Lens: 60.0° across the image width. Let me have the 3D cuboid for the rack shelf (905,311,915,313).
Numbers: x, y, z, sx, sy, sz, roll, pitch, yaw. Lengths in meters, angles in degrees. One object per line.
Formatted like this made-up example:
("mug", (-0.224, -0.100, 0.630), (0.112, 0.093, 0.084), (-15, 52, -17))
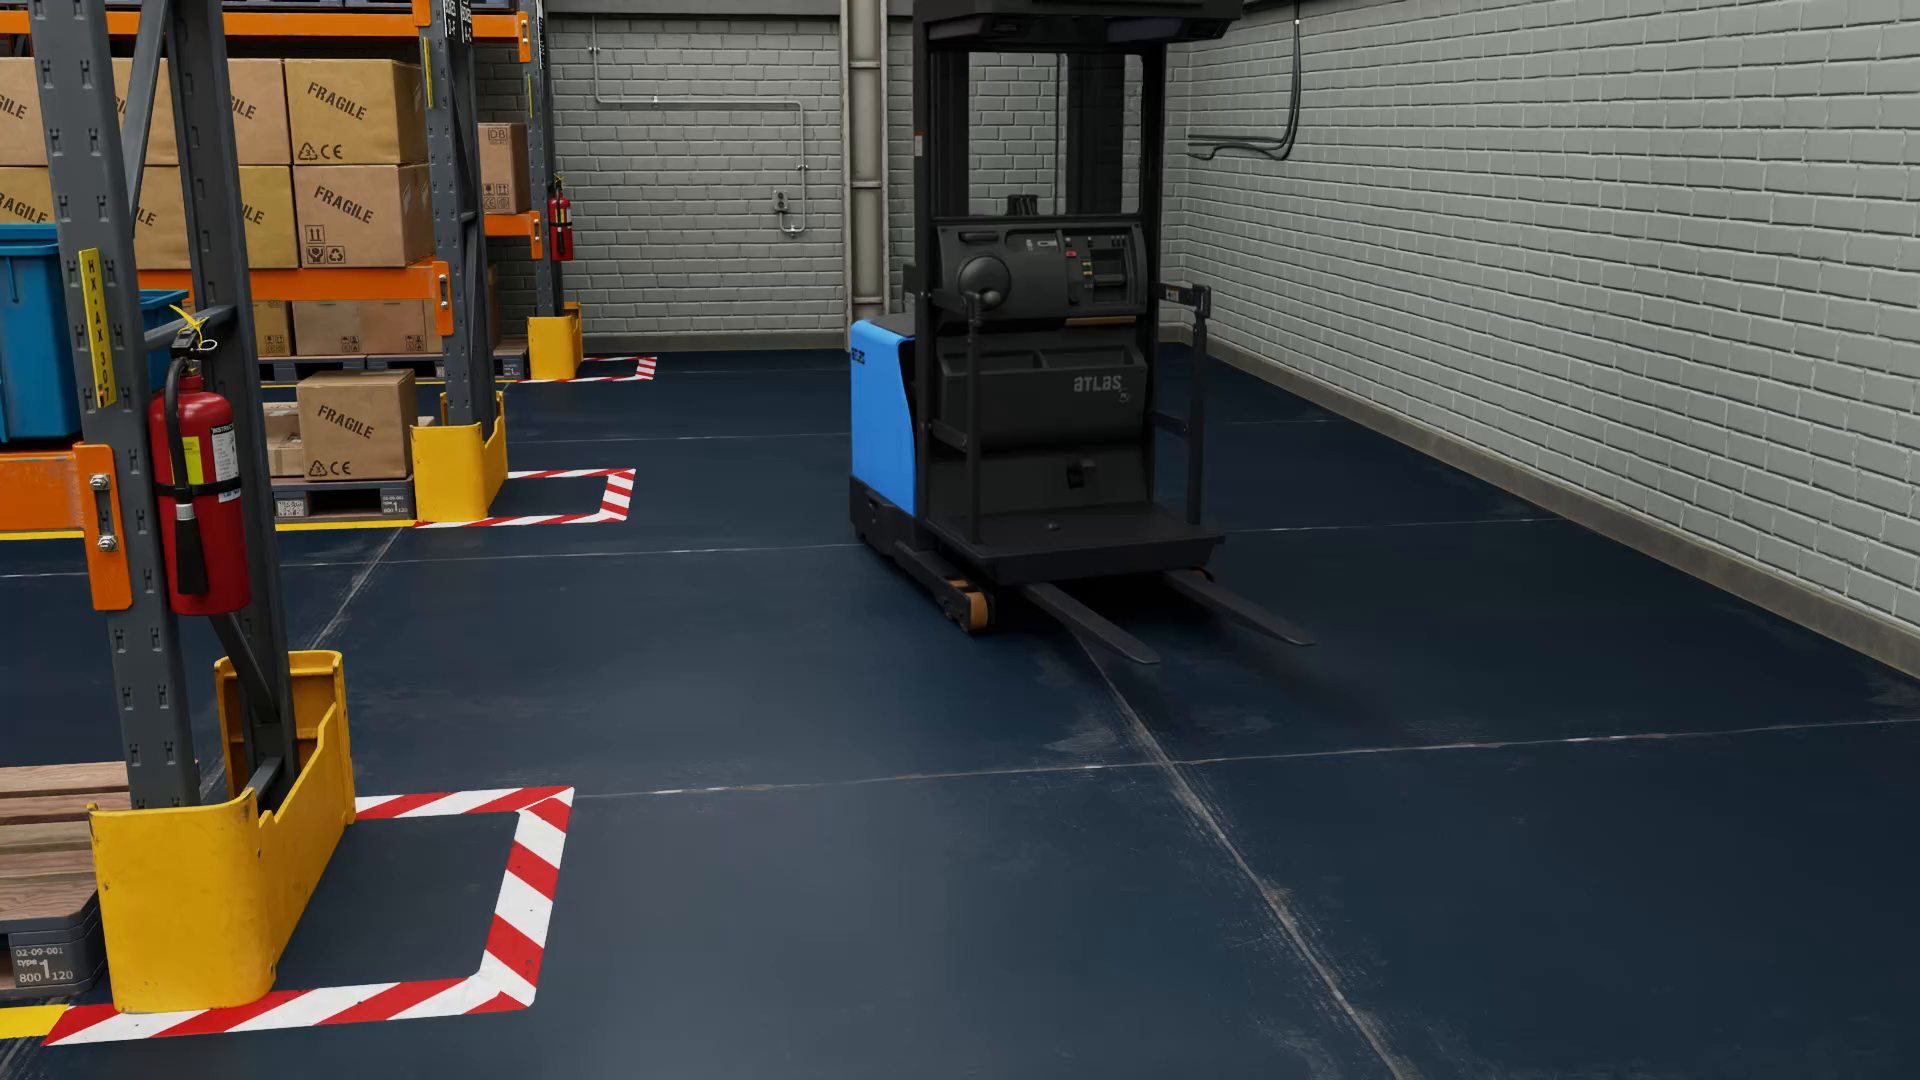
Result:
("rack shelf", (-0.023, -1.094, 8.499), (0.480, 0.148, 0.258), (-5, 15, -19))

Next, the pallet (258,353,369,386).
("pallet", (-5.368, -1.437, 13.519), (1.213, 0.211, 1.003), (-2, 14, -8))

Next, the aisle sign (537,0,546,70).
("aisle sign", (-3.270, -4.072, 12.950), (0.004, 0.787, 0.394), (-2, 14, -8))

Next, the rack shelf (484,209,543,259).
("rack shelf", (-5.363, -2.460, 13.342), (4.000, 0.370, 1.077), (-2, 14, -8))

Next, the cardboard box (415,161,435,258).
("cardboard box", (-3.122, -1.785, 8.969), (0.500, 0.500, 0.500), (-2, 14, -7))

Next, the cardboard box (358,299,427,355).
("cardboard box", (-4.558, -1.805, 13.527), (0.500, 0.500, 0.700), (-2, 14, -8))

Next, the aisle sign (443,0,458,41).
("aisle sign", (-2.531, -2.879, 8.192), (0.004, 0.787, 0.394), (-2, 14, -8))

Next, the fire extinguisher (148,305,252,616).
("fire extinguisher", (-1.693, -0.176, 3.682), (0.183, 0.674, 0.296), (-2, 14, -8))

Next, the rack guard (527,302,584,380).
("rack guard", (-3.362, -1.669, 13.851), (0.348, 0.500, 1.175), (-2, 14, -8))

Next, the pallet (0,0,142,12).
("pallet", (-6.530, -4.175, 12.719), (1.213, 0.211, 1.003), (-2, 14, -8))

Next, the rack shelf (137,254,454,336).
("rack shelf", (-4.622, -1.268, 8.591), (4.000, 0.370, 1.077), (-2, 14, -8))

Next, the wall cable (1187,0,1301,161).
("wall cable", (2.261, -4.404, 13.666), (0.112, 2.526, 3.097), (-2, 14, -8))

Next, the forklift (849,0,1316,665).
("forklift", (0.428, -1.160, 6.824), (1.130, 2.935, 3.031), (-5, 15, -19))

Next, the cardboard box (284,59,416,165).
("cardboard box", (-3.043, -2.141, 8.331), (0.500, 0.500, 0.500), (-2, 14, -9))

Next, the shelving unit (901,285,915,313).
("shelving unit", (-0.022, -0.712, 8.593), (0.503, 1.200, 0.258), (-5, 15, -19))

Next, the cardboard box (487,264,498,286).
("cardboard box", (-3.969, -2.190, 13.730), (0.250, 0.149, 0.380), (-2, 14, -8))

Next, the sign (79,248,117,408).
("sign", (-1.812, -0.445, 3.496), (0.005, 0.325, 0.100), (-2, 14, -8))

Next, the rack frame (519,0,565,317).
("rack frame", (-3.386, -2.881, 13.543), (0.127, 3.000, 1.000), (-2, 14, -8))

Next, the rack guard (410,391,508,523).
("rack guard", (-2.719, -0.474, 9.086), (0.348, 0.500, 1.175), (-2, 14, -8))

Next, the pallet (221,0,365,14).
("pallet", (-5.327, -4.218, 12.892), (1.213, 0.211, 1.003), (-2, 14, -8))

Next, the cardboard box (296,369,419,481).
("cardboard box", (-3.145, -0.612, 8.728), (0.500, 0.500, 0.500), (-2, 14, -8))

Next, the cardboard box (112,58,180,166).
("cardboard box", (-4.054, -2.102, 8.177), (0.500, 0.500, 0.500), (-2, 14, -7))

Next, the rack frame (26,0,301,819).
("rack frame", (-1.910, -0.498, 4.041), (0.127, 3.000, 1.000), (-2, 14, -8))

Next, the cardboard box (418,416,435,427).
("cardboard box", (-3.109, -0.588, 9.355), (0.250, 0.149, 0.380), (-2, 14, -8))

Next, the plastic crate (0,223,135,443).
("plastic crate", (-2.213, -0.487, 3.802), (0.499, 0.435, 0.616), (-2, 14, -8))

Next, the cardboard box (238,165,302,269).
("cardboard box", (-3.559, -1.637, 8.376), (0.500, 0.500, 0.500), (-2, 14, -8))

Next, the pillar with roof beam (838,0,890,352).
("pillar with roof beam", (-0.203, -5.061, 9.904), (0.400, 9.000, 9.100), (-2, 14, -8))

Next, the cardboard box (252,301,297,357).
("cardboard box", (-5.581, -1.765, 13.369), (0.500, 0.500, 0.700), (-2, 14, -7))

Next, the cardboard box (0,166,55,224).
("cardboard box", (-4.551, -1.602, 8.237), (0.500, 0.500, 0.500), (-2, 14, -9))

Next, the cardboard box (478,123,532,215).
("cardboard box", (-3.888, -3.006, 13.423), (0.700, 0.700, 0.980), (-1, 14, -6))

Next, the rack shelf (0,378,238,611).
("rack shelf", (-3.887, -0.077, 3.839), (4.000, 0.370, 1.077), (-2, 14, -8))

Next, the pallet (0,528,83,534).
("pallet", (-4.711, -0.262, 8.831), (1.213, 0.211, 1.003), (-2, 14, -8))
